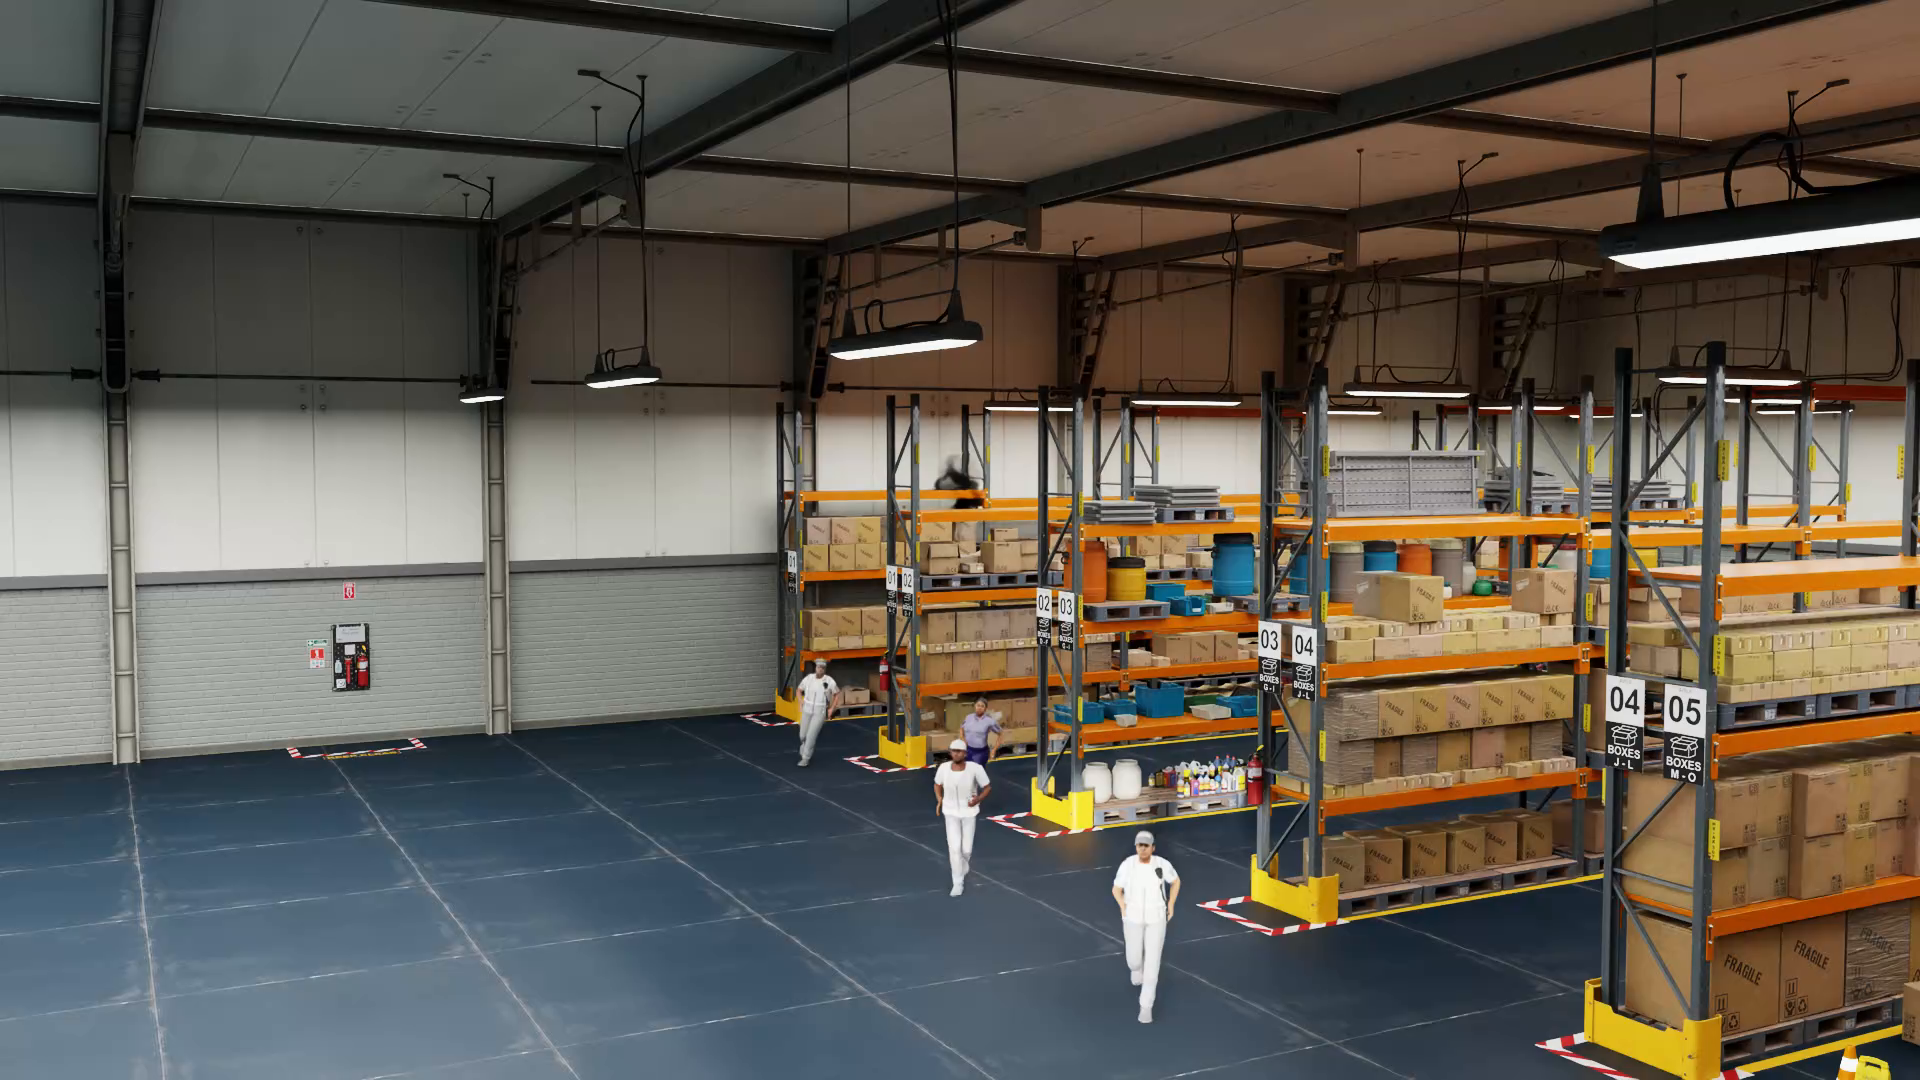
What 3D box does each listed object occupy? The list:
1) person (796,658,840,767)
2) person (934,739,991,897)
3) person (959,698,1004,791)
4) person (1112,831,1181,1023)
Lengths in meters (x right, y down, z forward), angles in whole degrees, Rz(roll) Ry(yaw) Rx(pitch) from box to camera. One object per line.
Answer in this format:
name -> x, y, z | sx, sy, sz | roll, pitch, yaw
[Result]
person -> -2.321, 2.776, 27.031 | 0.715, 1.723, 0.769 | 0, 3, 6
person -> 0.017, 3.197, 19.376 | 0.690, 1.765, 0.800 | 0, 3, 7
person -> 0.257, 3.028, 23.424 | 0.695, 1.628, 0.829 | 2, 4, 28
person -> 1.708, 3.494, 15.277 | 0.618, 1.662, 0.853 | 1, 3, 10
